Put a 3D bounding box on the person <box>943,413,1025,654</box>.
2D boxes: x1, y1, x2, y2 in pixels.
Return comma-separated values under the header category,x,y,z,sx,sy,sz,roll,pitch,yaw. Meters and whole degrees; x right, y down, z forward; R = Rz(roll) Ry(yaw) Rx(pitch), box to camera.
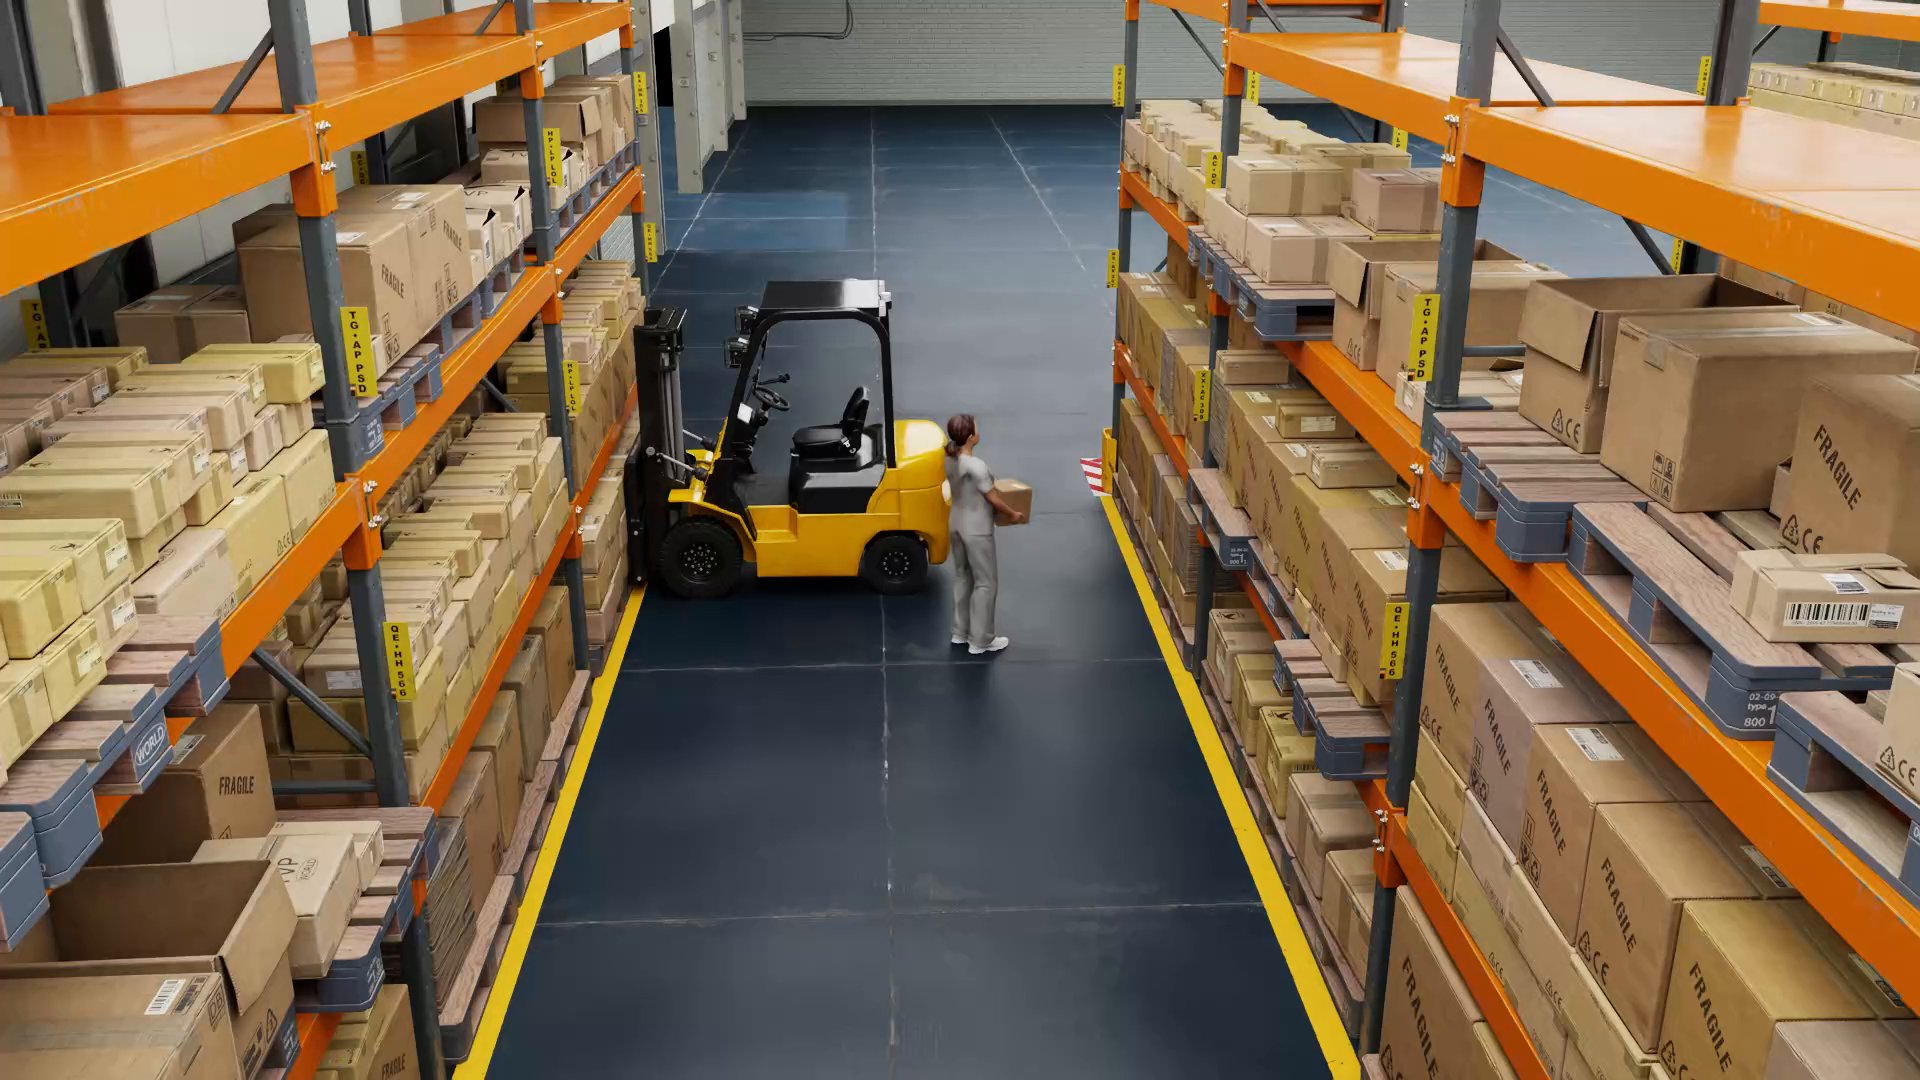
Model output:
category,x,y,z,sx,sy,sz,roll,pitch,yaw
person,0.133,-0.071,11.271,0.551,1.671,0.444,-13,24,-30
